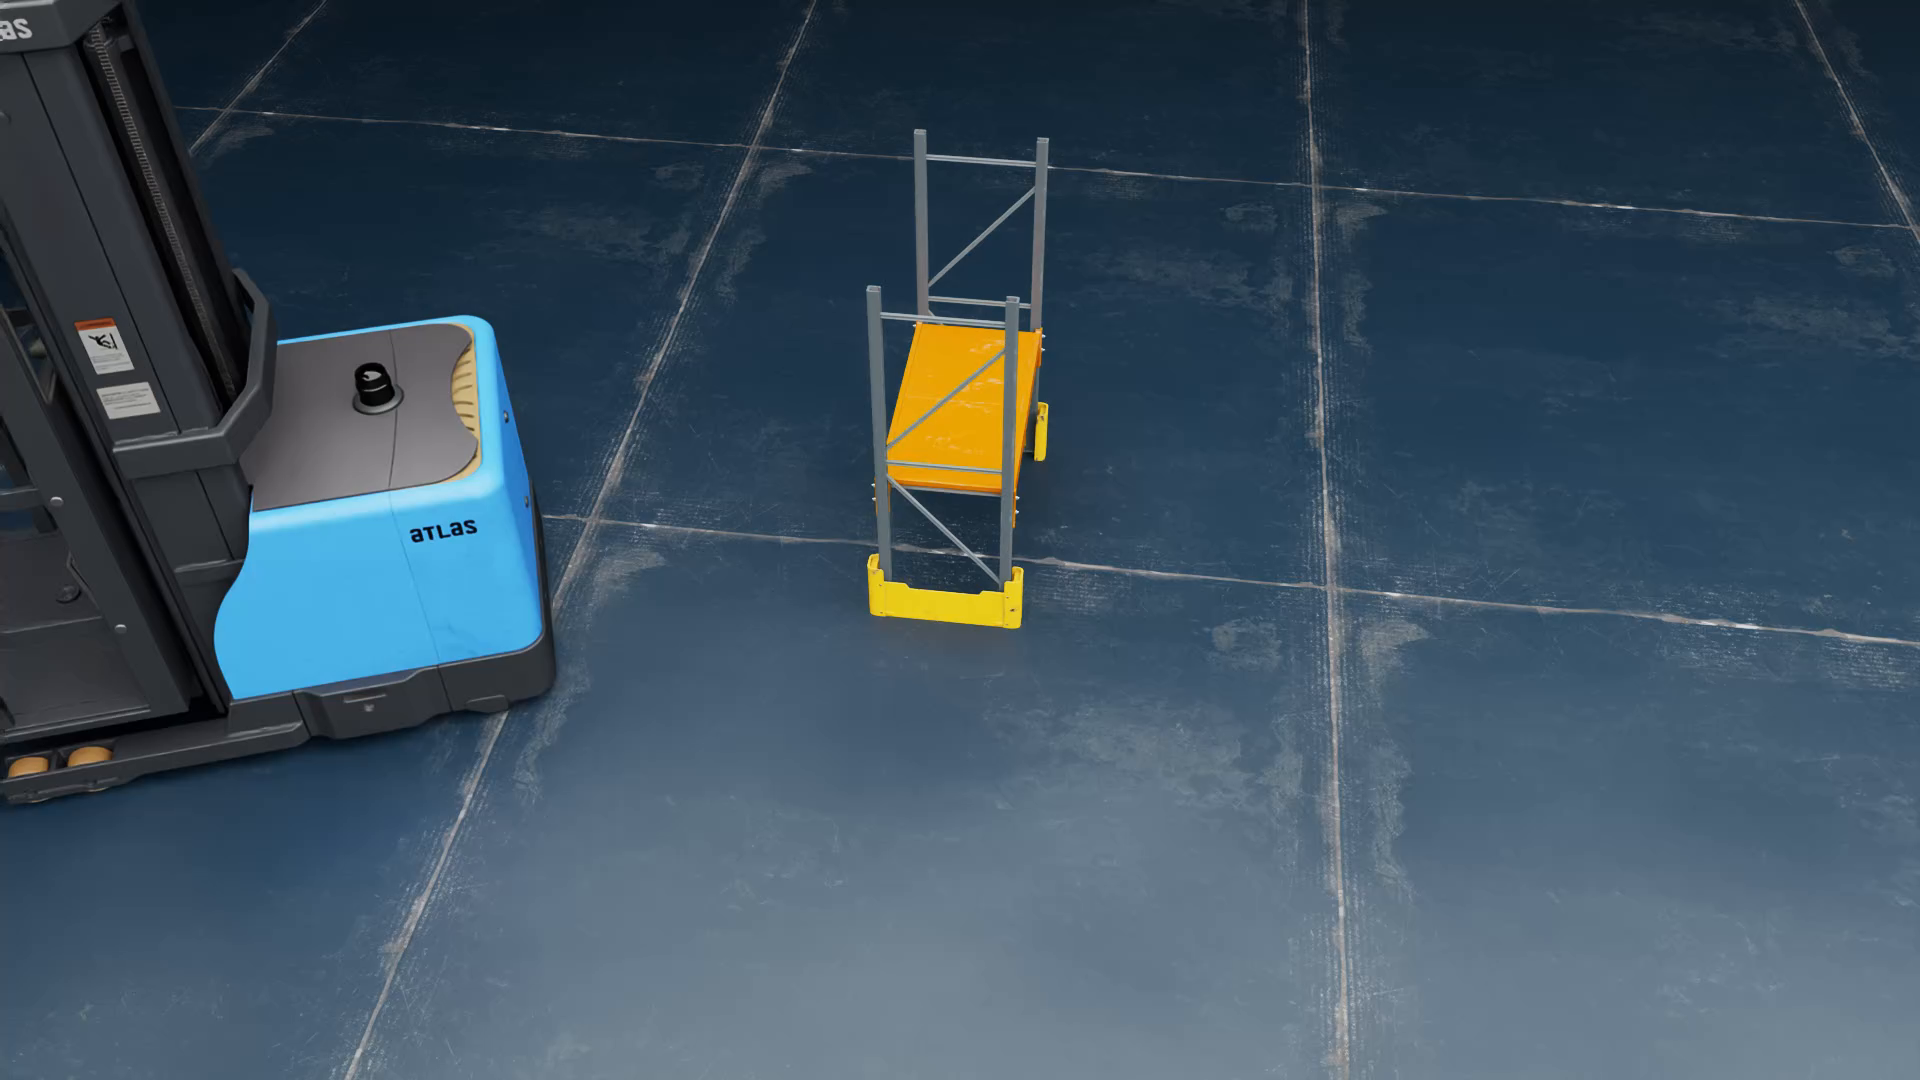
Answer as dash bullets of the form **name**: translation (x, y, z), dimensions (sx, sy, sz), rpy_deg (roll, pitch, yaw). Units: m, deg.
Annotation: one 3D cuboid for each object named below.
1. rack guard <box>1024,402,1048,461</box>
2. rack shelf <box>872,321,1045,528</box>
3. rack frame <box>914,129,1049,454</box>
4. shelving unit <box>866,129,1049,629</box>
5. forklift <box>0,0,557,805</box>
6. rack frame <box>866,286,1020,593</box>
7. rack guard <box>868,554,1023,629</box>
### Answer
- **rack guard**: translation (0.076, -0.482, 7.077), dimensions (0.587, 0.250, 0.087), rpy_deg (5, 44, 6)
- **rack shelf**: translation (0.011, -0.472, 6.419), dimensions (0.538, 0.185, 1.000), rpy_deg (5, 44, 6)
- **rack frame**: translation (0.078, -0.949, 6.662), dimensions (0.500, 1.500, 0.032), rpy_deg (5, 44, 6)
- **shelving unit**: translation (0.010, -0.597, 6.289), dimensions (0.587, 1.500, 1.083), rpy_deg (5, 44, 6)
- **forklift**: translation (-3.059, -0.555, 5.204), dimensions (3.031, 2.935, 1.130), rpy_deg (-10, 44, -10)
- **rack frame**: translation (-0.056, -0.256, 5.930), dimensions (0.500, 1.500, 0.032), rpy_deg (5, 44, 6)
- **rack guard**: translation (-0.056, 0.197, 6.360), dimensions (0.587, 0.250, 0.087), rpy_deg (5, 44, 6)
